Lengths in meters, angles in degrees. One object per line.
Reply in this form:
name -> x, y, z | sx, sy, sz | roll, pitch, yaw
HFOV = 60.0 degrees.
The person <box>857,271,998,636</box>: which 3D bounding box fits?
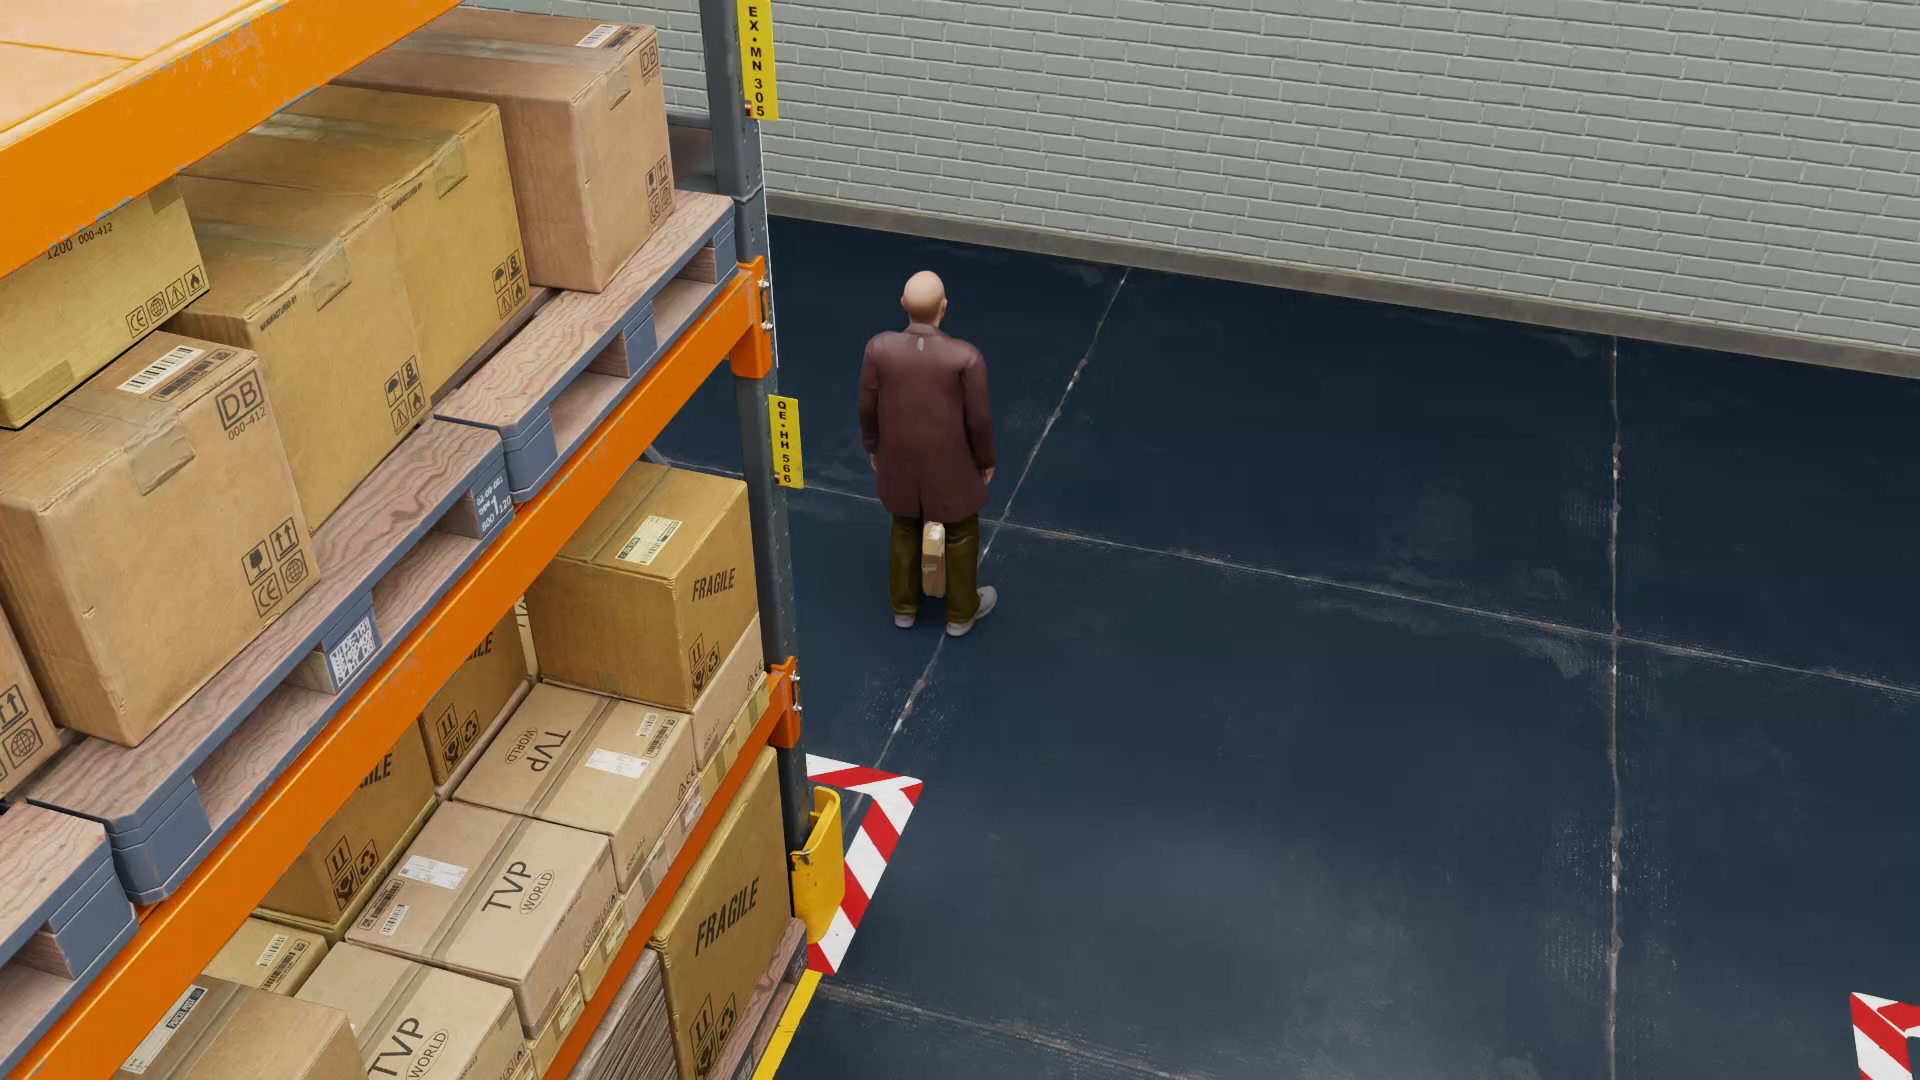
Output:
person -> -0.139, -0.353, 7.408 | 0.622, 1.741, 0.426 | 9, 38, 12
